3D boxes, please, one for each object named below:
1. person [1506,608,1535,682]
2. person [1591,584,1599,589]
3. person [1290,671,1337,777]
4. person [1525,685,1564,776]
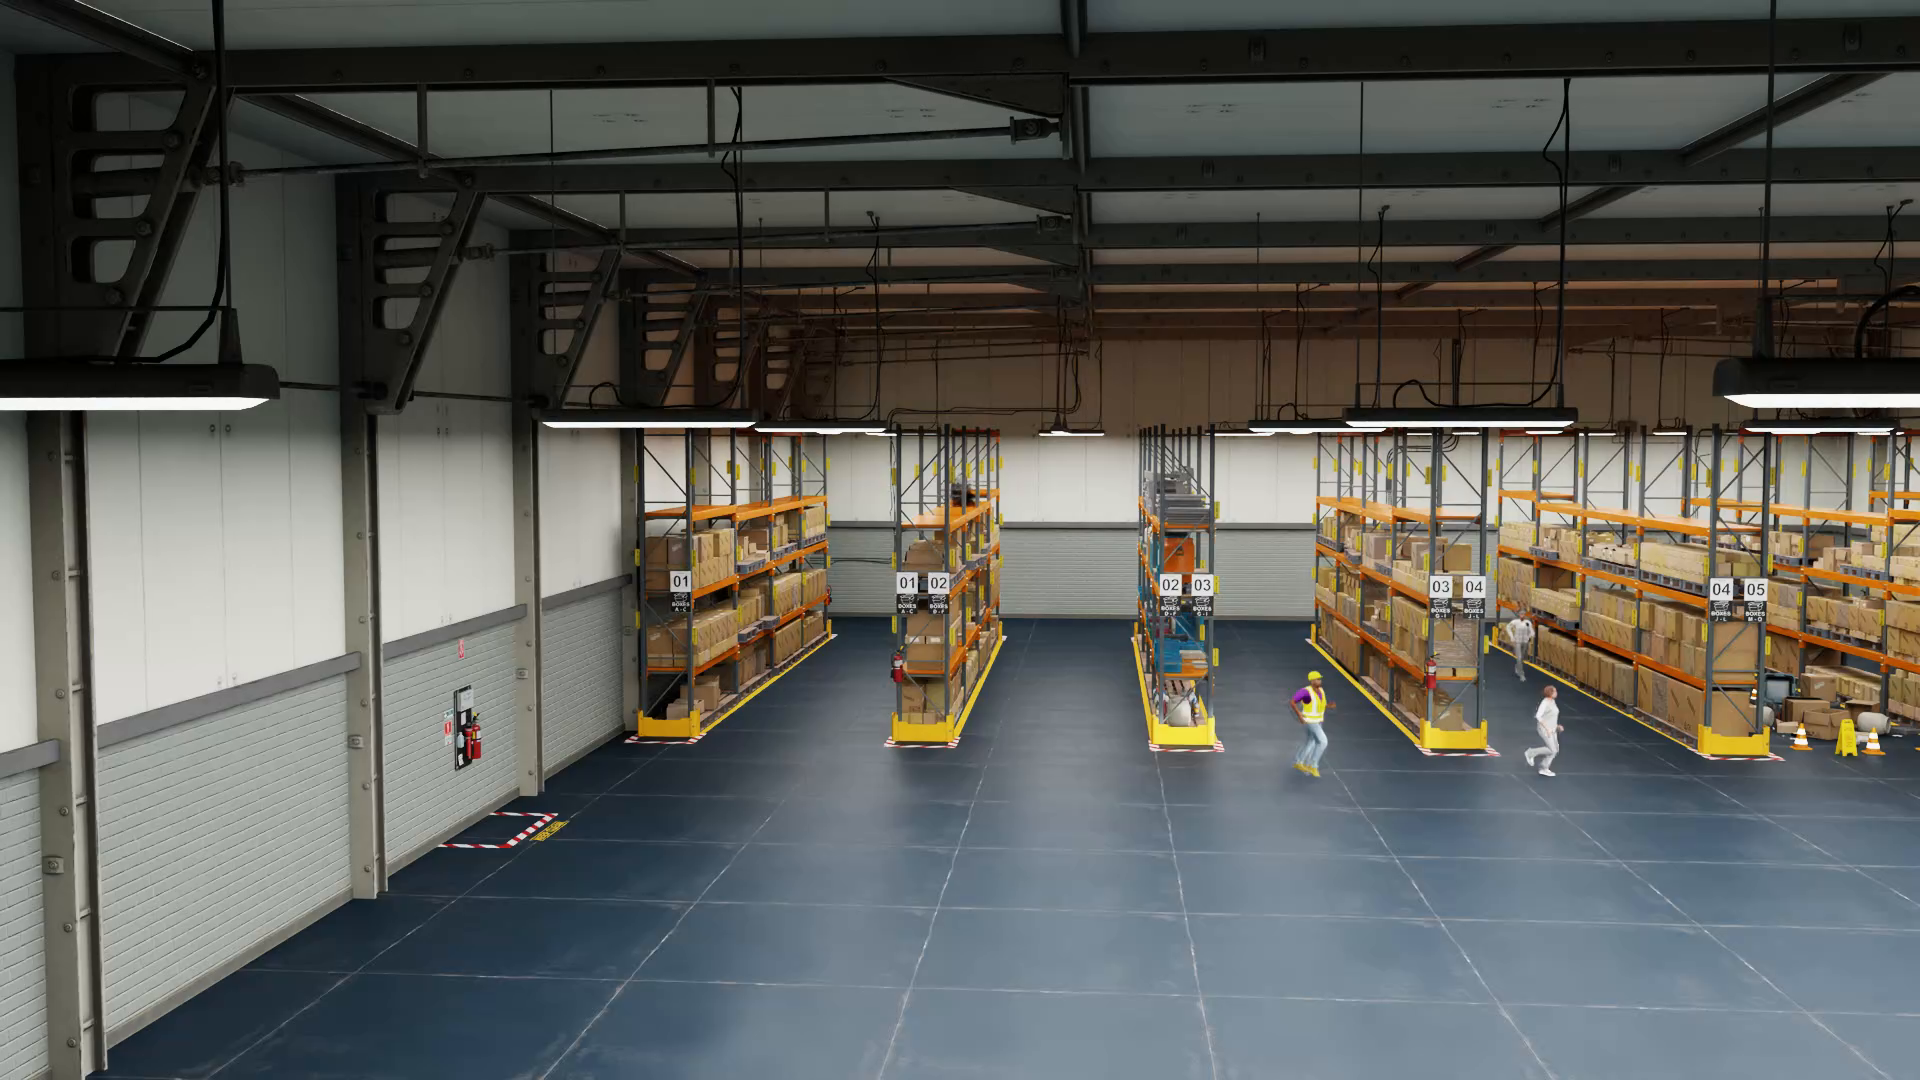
[{"bbox_3d":[13.357,2.465,39.580,0.616,1.708,0.904,0,3,2],"label":"person"},{"bbox_3d":[18.083,2.065,47.200,0.603,1.613,0.603,0,3,3],"label":"person"},{"bbox_3d":[6.031,3.135,28.326,0.747,1.823,0.661,3,4,38],"label":"person"},{"bbox_3d":[9.942,3.234,28.297,0.574,1.551,0.527,3,5,40],"label":"person"}]
